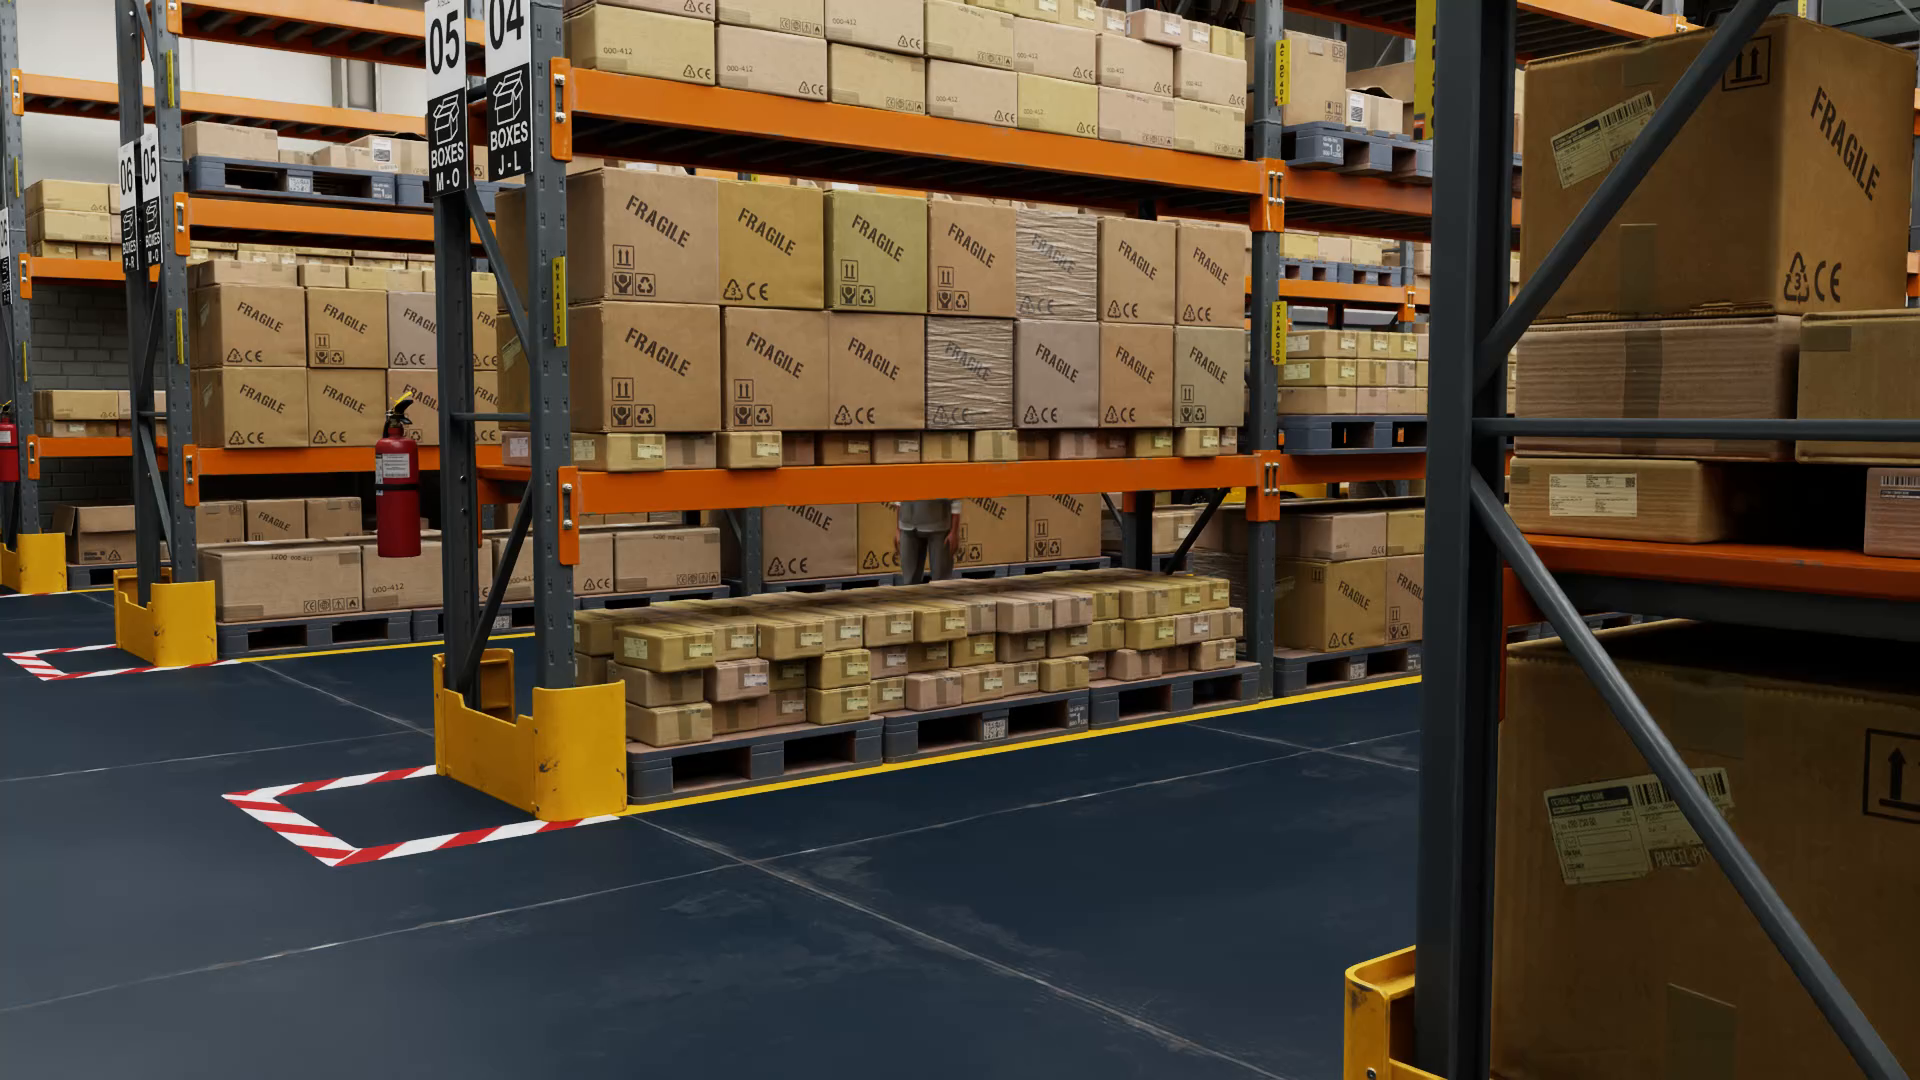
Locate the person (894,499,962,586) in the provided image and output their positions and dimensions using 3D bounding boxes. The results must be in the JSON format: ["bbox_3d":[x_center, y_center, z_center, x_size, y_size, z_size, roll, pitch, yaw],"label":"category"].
[{"bbox_3d":[-0.195,-0.049,9.843,0.456,1.599,0.328,3,5,32],"label":"person"}]
